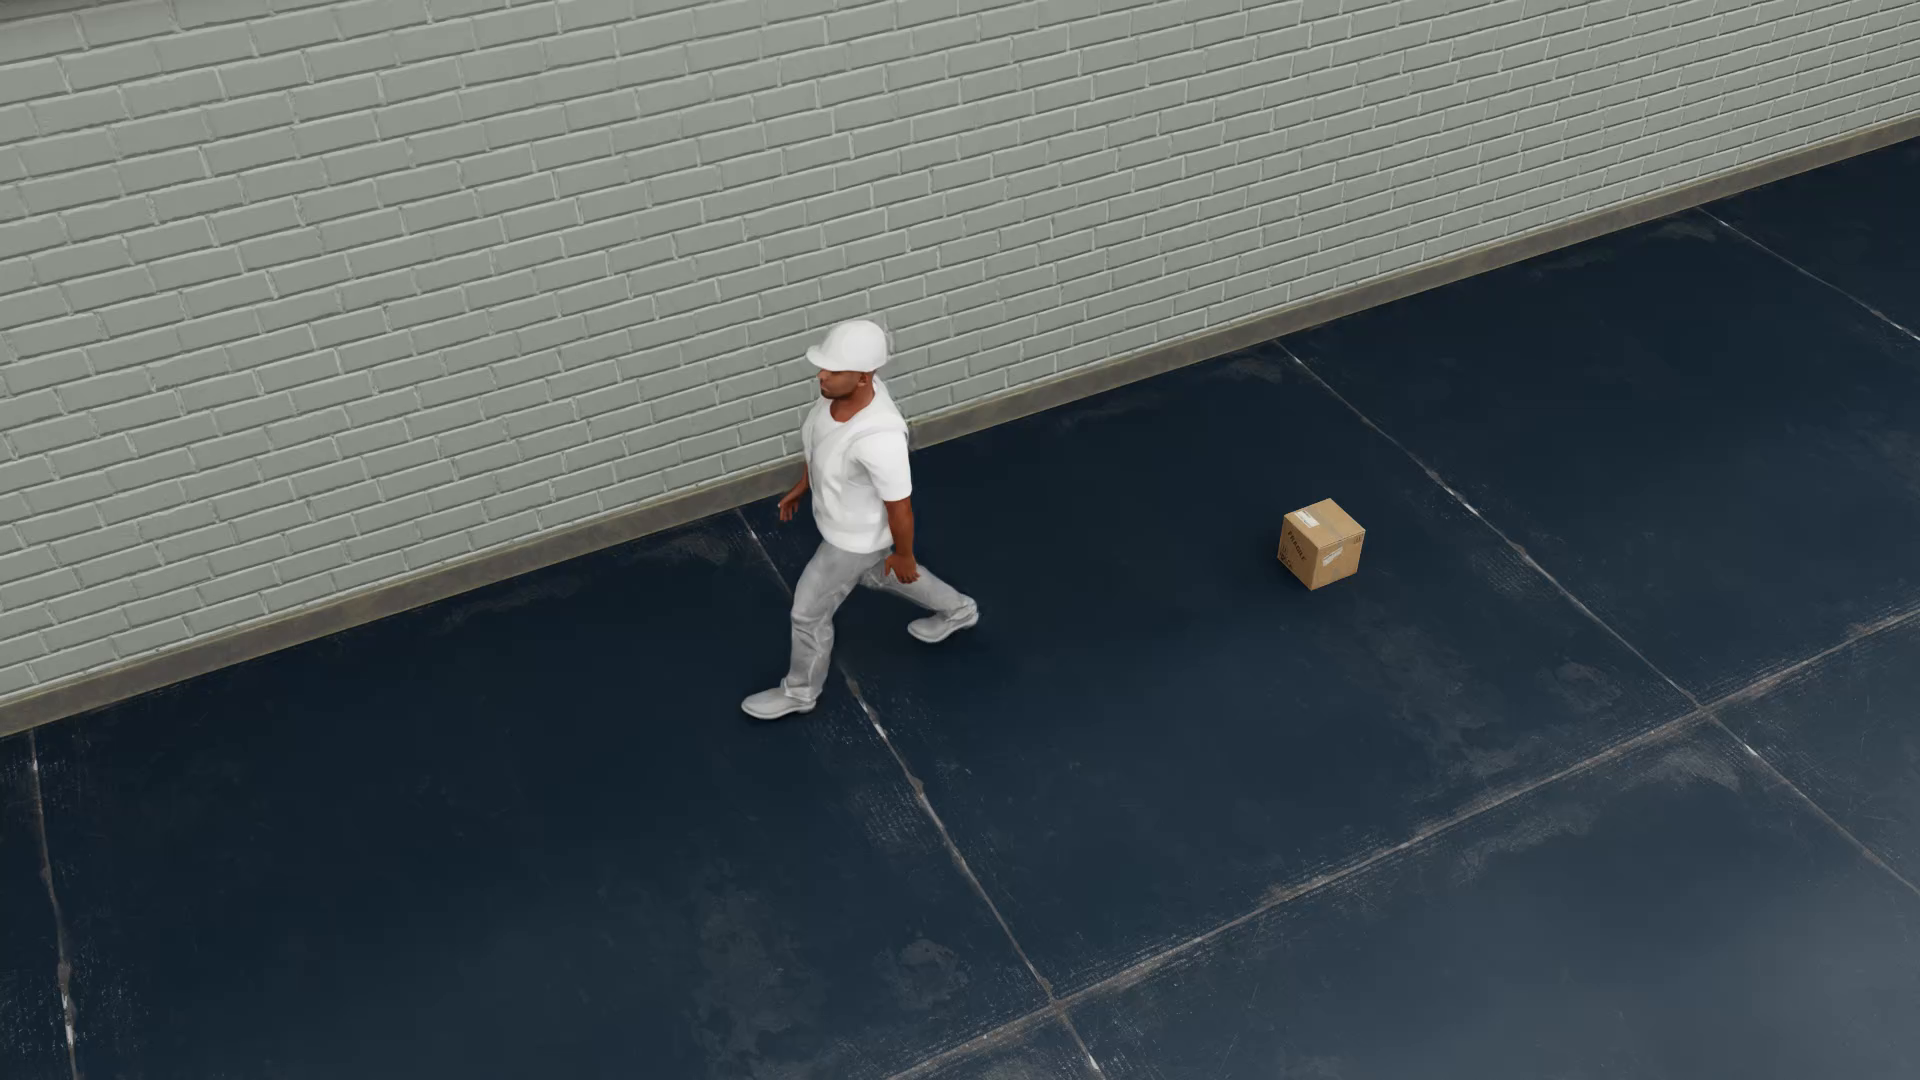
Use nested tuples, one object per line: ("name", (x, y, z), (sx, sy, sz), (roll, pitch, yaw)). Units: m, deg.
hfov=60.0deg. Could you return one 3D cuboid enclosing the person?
("person", (-0.396, -0.090, 6.245), (1.037, 1.725, 0.564), (-11, 42, -12))
